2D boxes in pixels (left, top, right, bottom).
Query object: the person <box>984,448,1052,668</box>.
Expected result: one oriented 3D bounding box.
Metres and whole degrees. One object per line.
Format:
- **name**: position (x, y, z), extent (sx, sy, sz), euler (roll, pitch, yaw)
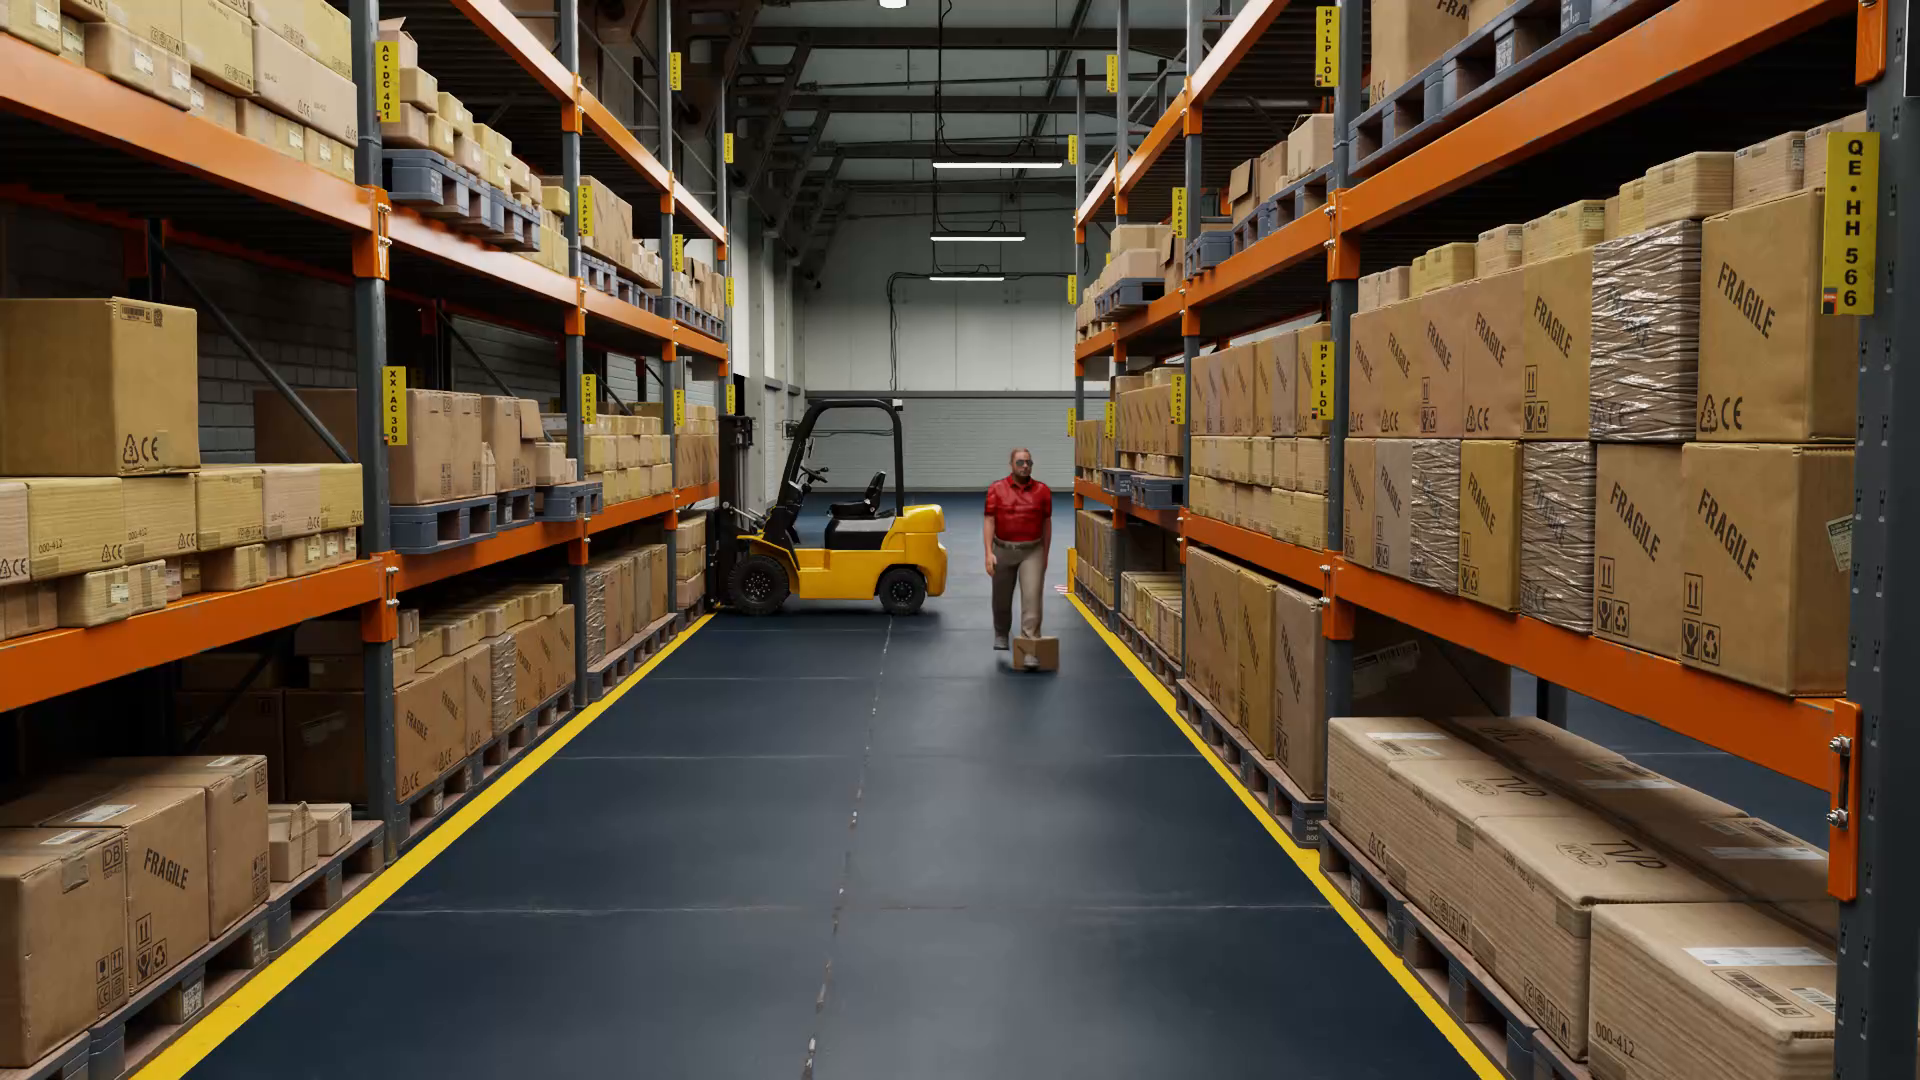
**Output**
- **person**: position (0.453, 0.116, 13.005), extent (0.536, 1.674, 1.071), euler (0, 4, 1)
